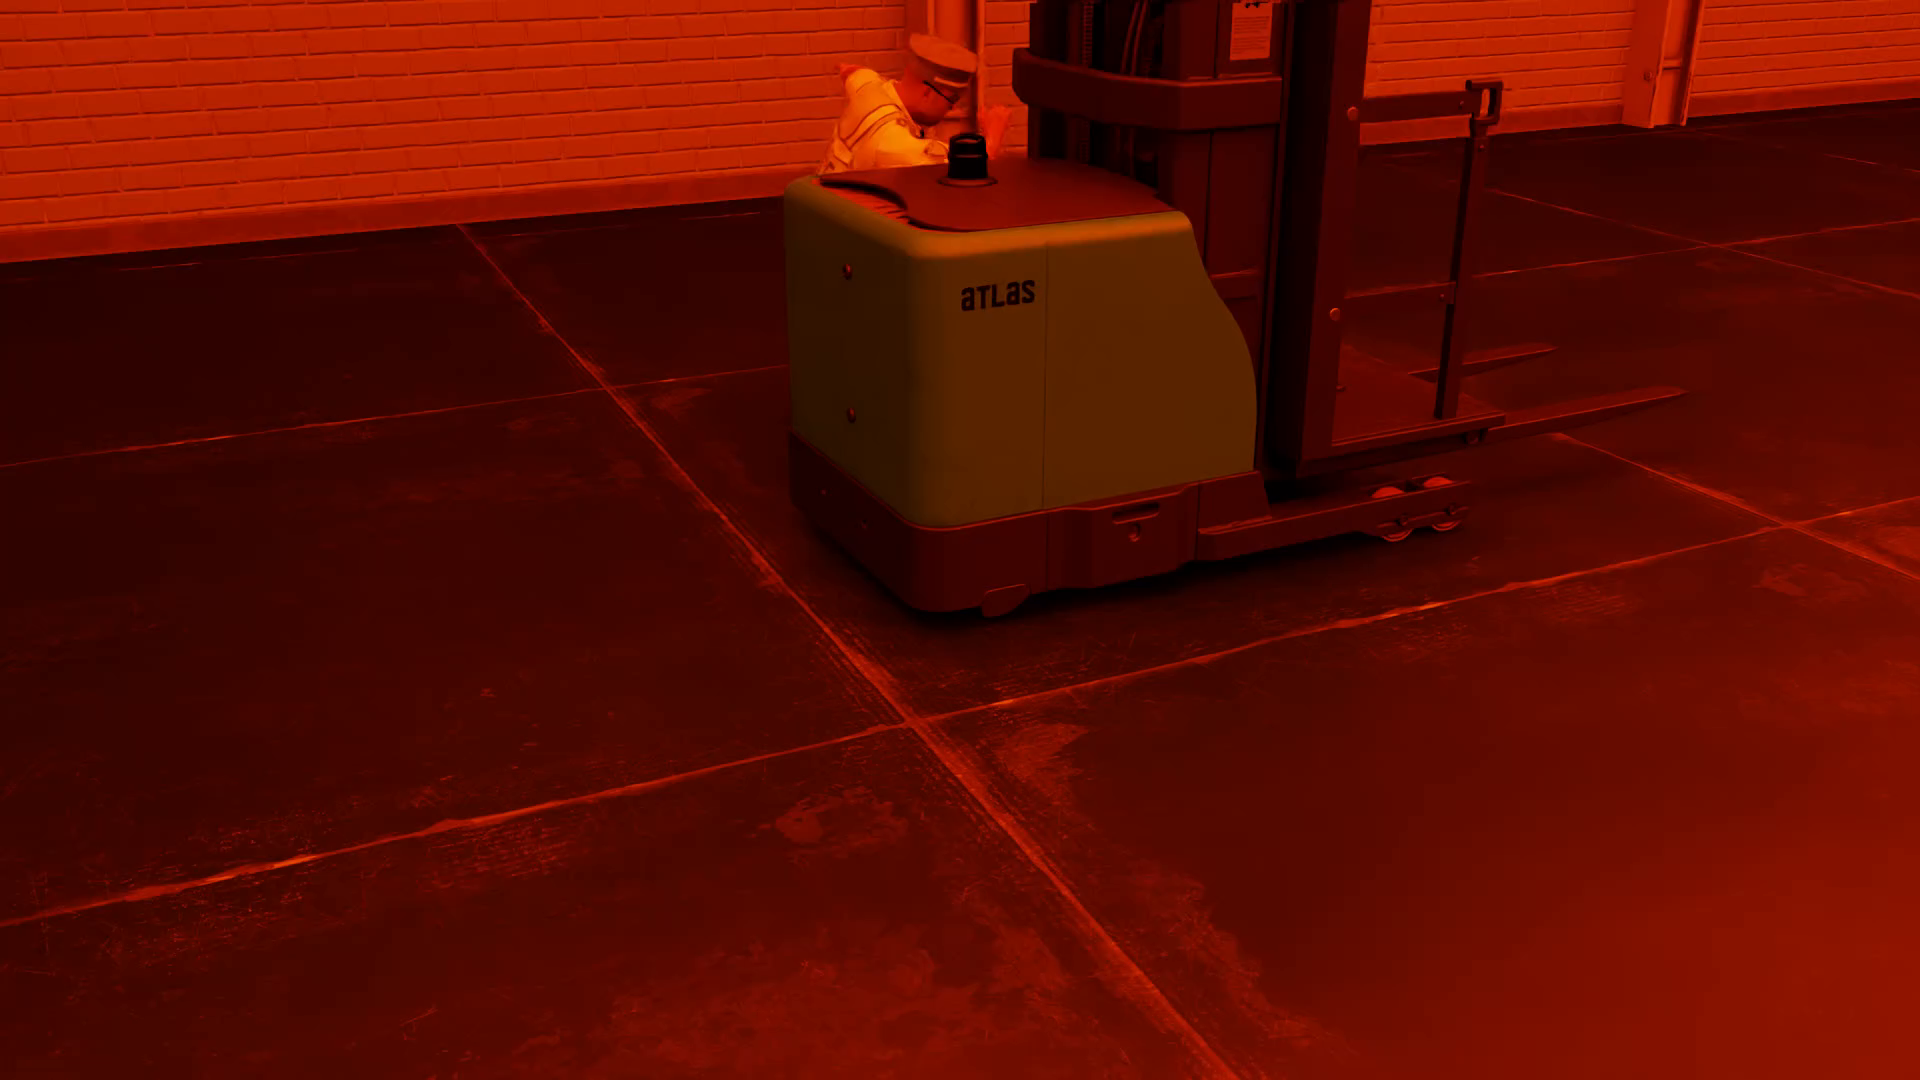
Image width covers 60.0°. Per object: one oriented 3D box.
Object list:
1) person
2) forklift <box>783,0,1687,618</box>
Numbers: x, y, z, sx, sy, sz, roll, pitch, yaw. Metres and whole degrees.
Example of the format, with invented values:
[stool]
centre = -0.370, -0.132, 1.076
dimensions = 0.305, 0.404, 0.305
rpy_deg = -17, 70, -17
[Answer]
[person]
centre = -0.194, -1.027, 5.788
dimensions = 0.741, 1.442, 1.415
rpy_deg = 0, 23, 0
[forklift]
centre = 1.020, -1.518, 4.939
dimensions = 3.031, 2.935, 1.130
rpy_deg = -11, 25, -24
